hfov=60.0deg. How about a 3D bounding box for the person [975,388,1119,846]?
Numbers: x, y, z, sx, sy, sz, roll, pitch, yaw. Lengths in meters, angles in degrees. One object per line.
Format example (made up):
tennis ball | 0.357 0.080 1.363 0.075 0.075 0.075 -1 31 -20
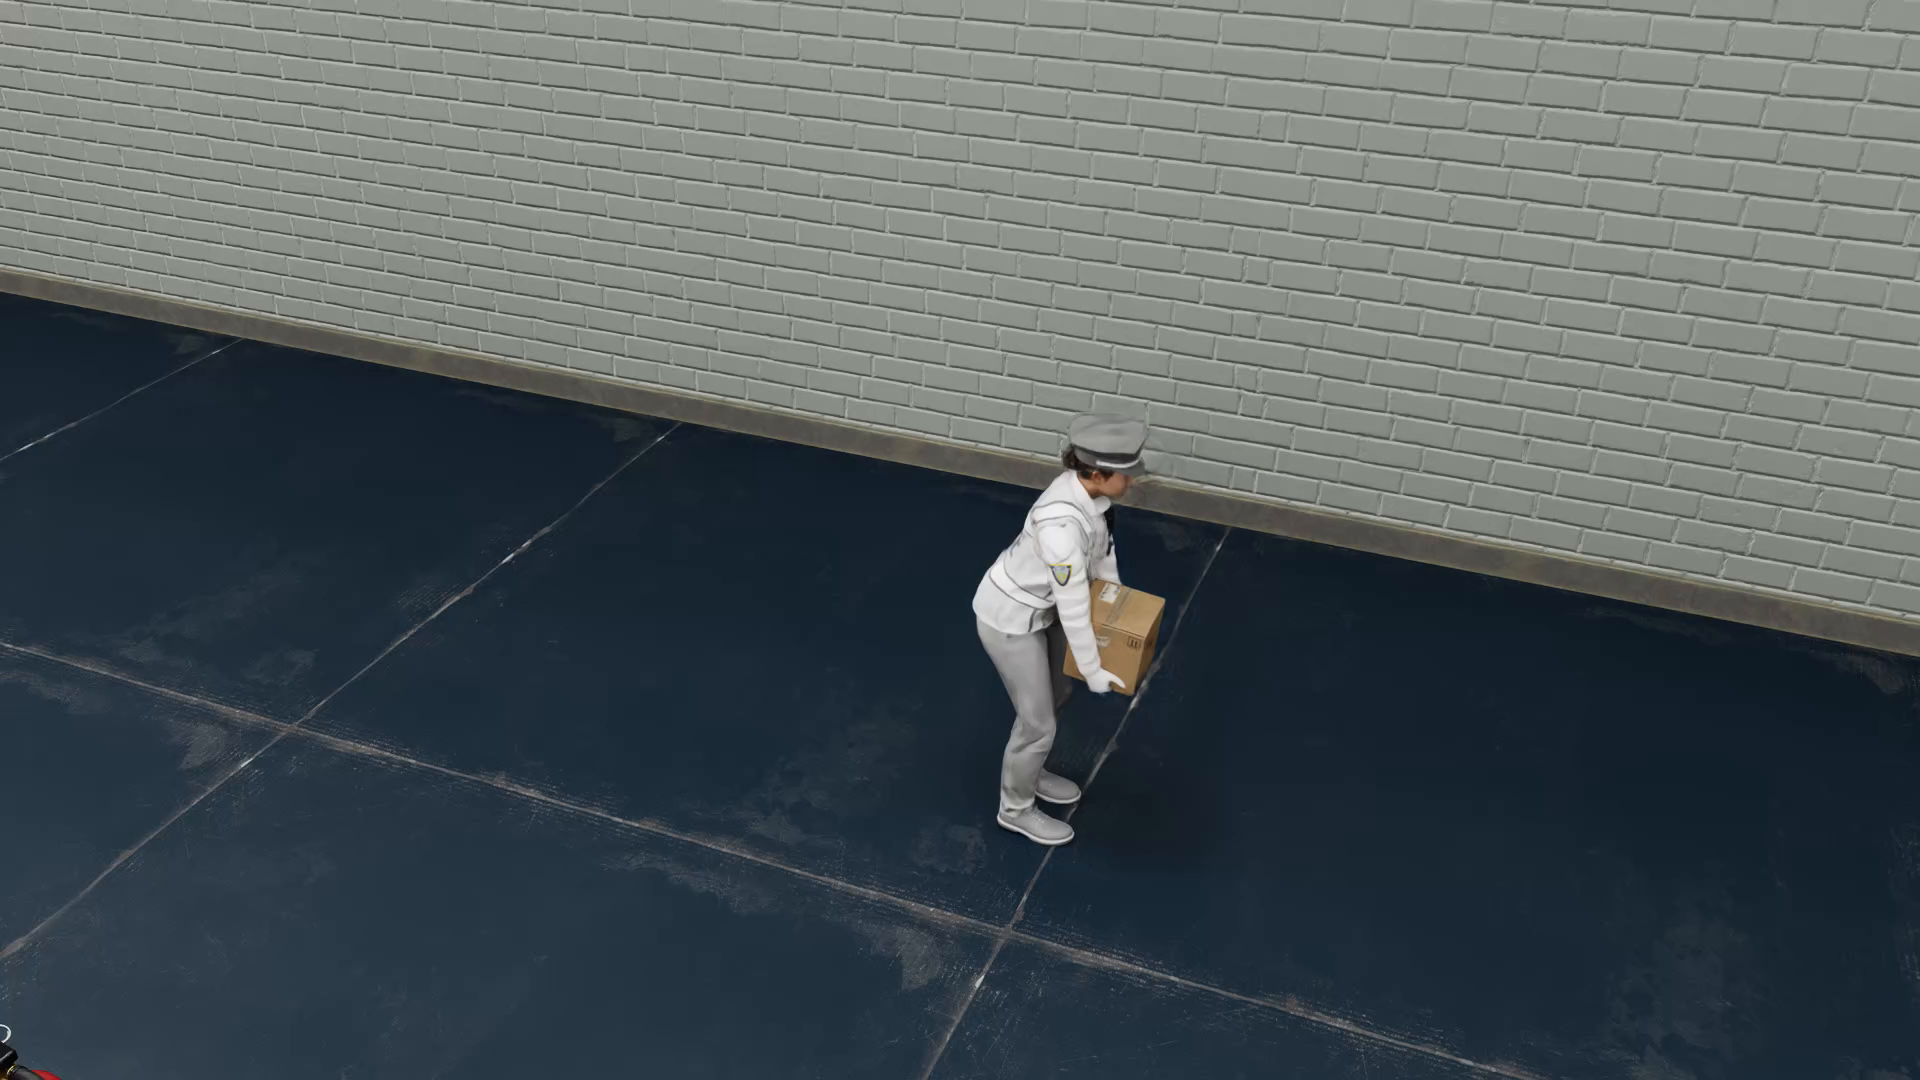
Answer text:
person | 0.326 0.272 5.650 0.535 1.677 0.416 11 32 18
